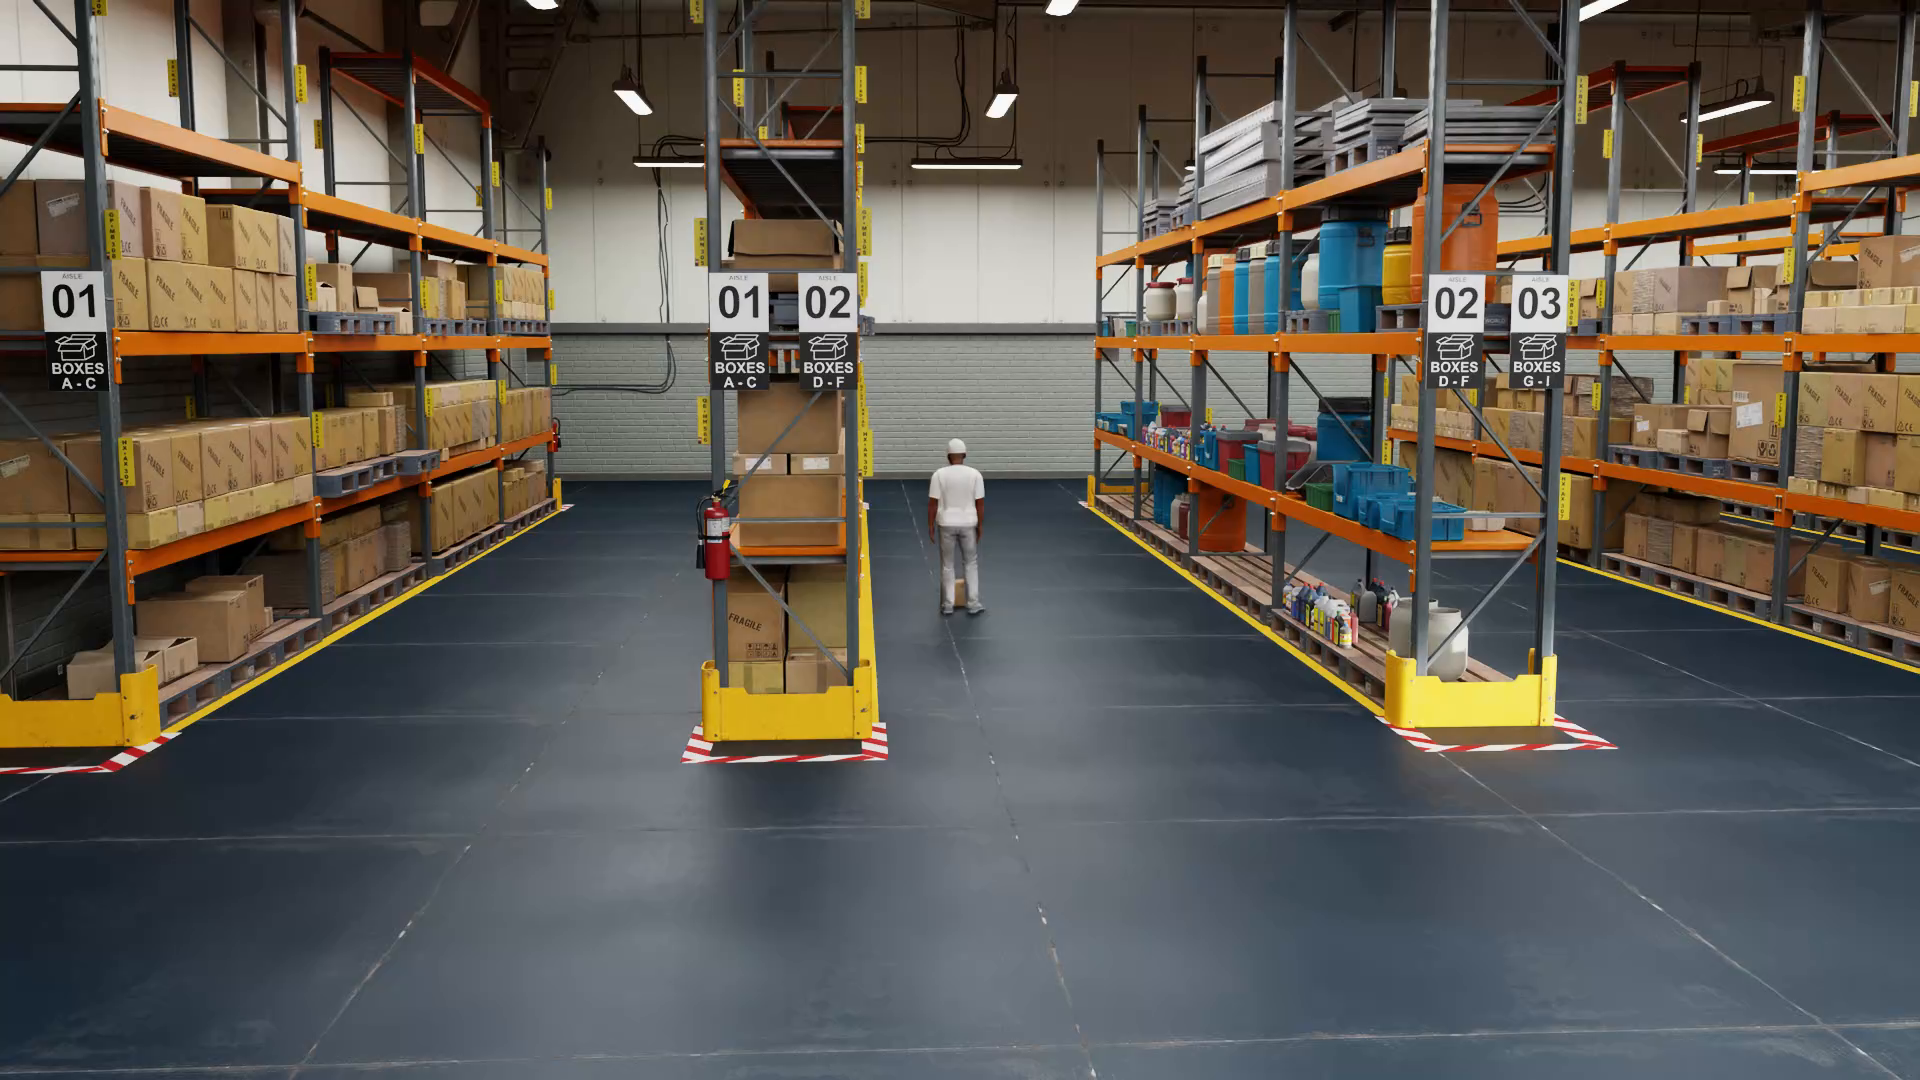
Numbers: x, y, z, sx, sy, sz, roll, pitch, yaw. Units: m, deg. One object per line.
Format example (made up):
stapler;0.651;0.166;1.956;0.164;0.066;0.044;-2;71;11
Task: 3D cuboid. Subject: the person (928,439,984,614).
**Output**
person;-0.042;-0.140;16.817;0.569;1.767;0.368;0;7;-4
